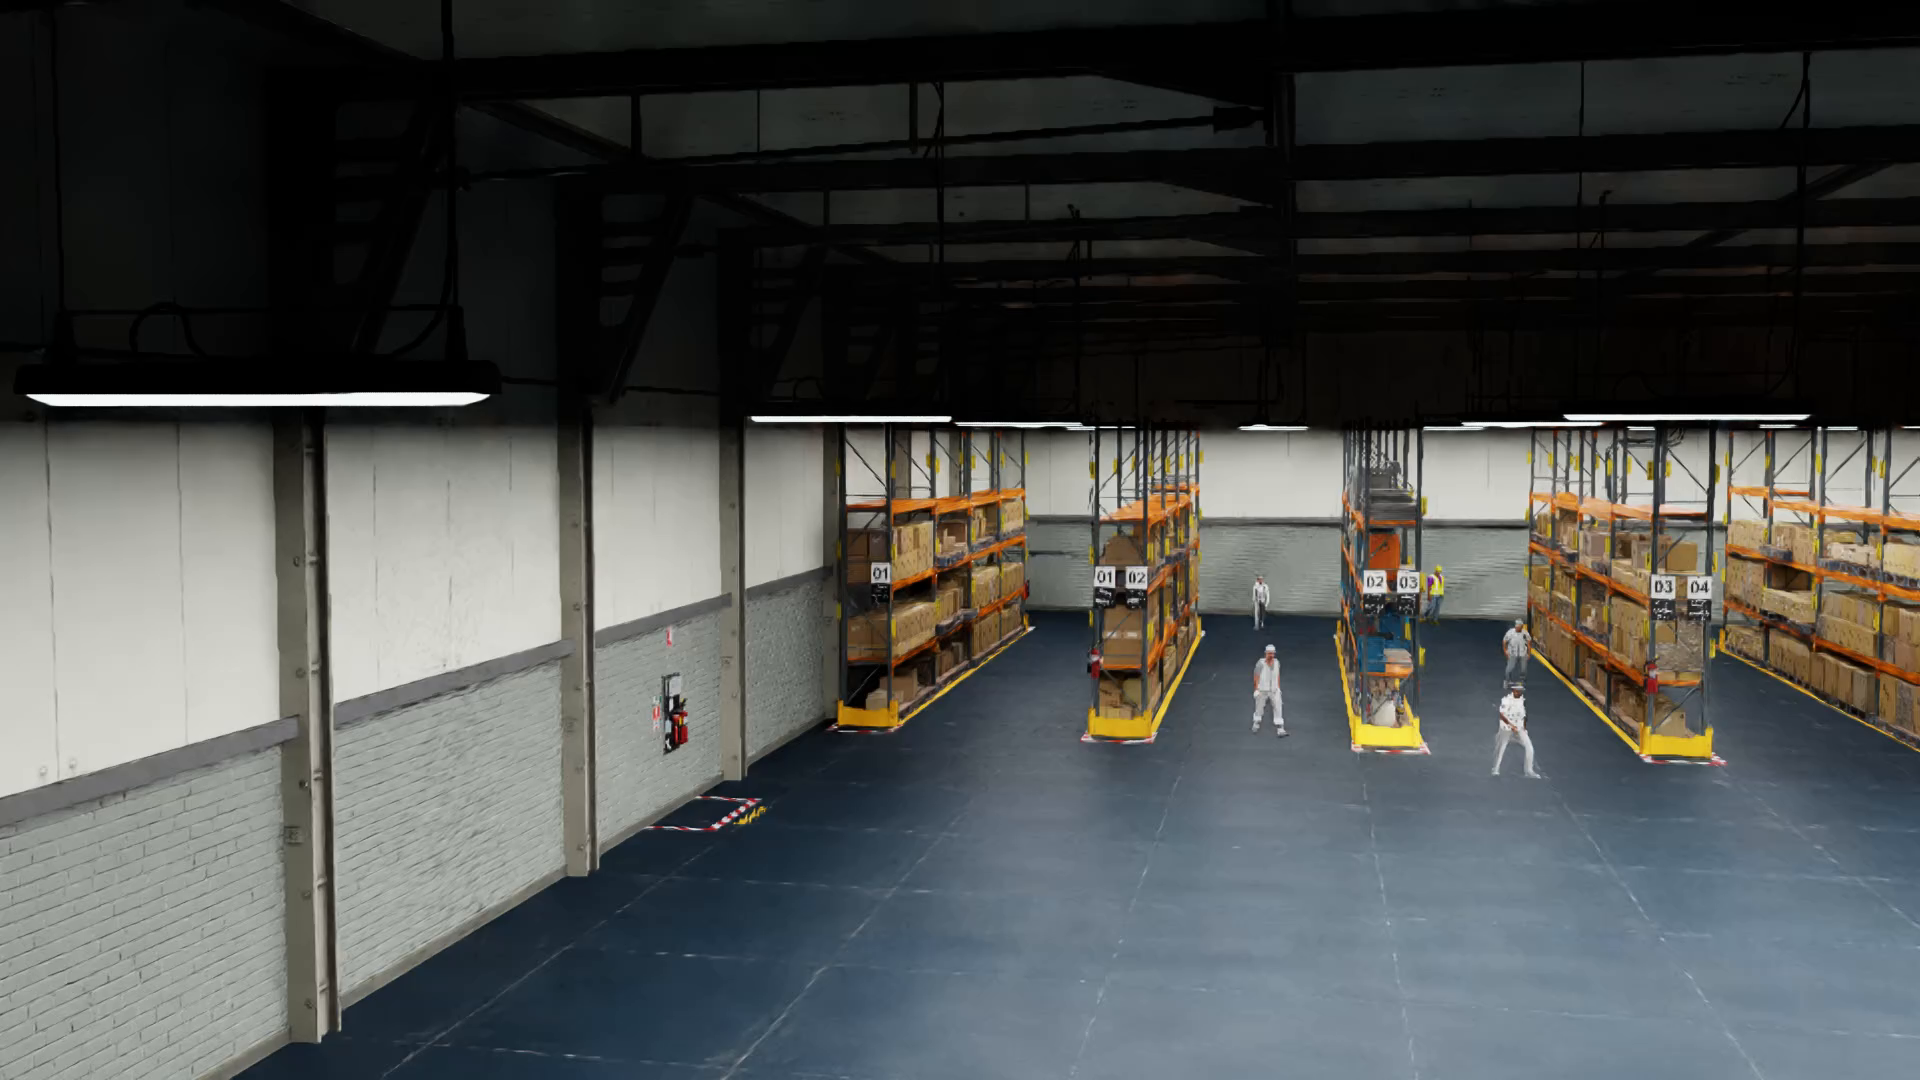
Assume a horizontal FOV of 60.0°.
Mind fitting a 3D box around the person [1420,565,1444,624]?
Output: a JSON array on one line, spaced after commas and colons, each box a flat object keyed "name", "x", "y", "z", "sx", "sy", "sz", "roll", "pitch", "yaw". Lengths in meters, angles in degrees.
[{"name": "person", "x": 14.100, "y": 1.622, "z": 49.621, "sx": 0.739, "sy": 1.758, "sz": 0.531, "roll": -2, "pitch": 4, "yaw": -28}]

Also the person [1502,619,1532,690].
[{"name": "person", "x": 12.342, "y": 2.536, "z": 36.838, "sx": 0.625, "sy": 1.611, "sz": 0.582, "roll": 1, "pitch": 4, "yaw": 10}]

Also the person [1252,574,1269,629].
[{"name": "person", "x": 8.742, "y": 1.776, "z": 48.321, "sx": 0.488, "sy": 1.587, "sz": 1.079, "roll": 1, "pitch": 4, "yaw": 10}]

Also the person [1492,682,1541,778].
[{"name": "person", "x": 9.190, "y": 3.121, "z": 27.582, "sx": 0.622, "sy": 1.613, "sz": 0.782, "roll": -1, "pitch": 4, "yaw": -9}]

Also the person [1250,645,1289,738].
[{"name": "person", "x": 5.814, "y": 2.828, "z": 31.299, "sx": 0.596, "sy": 1.746, "sz": 0.969, "roll": -1, "pitch": 4, "yaw": -11}]
